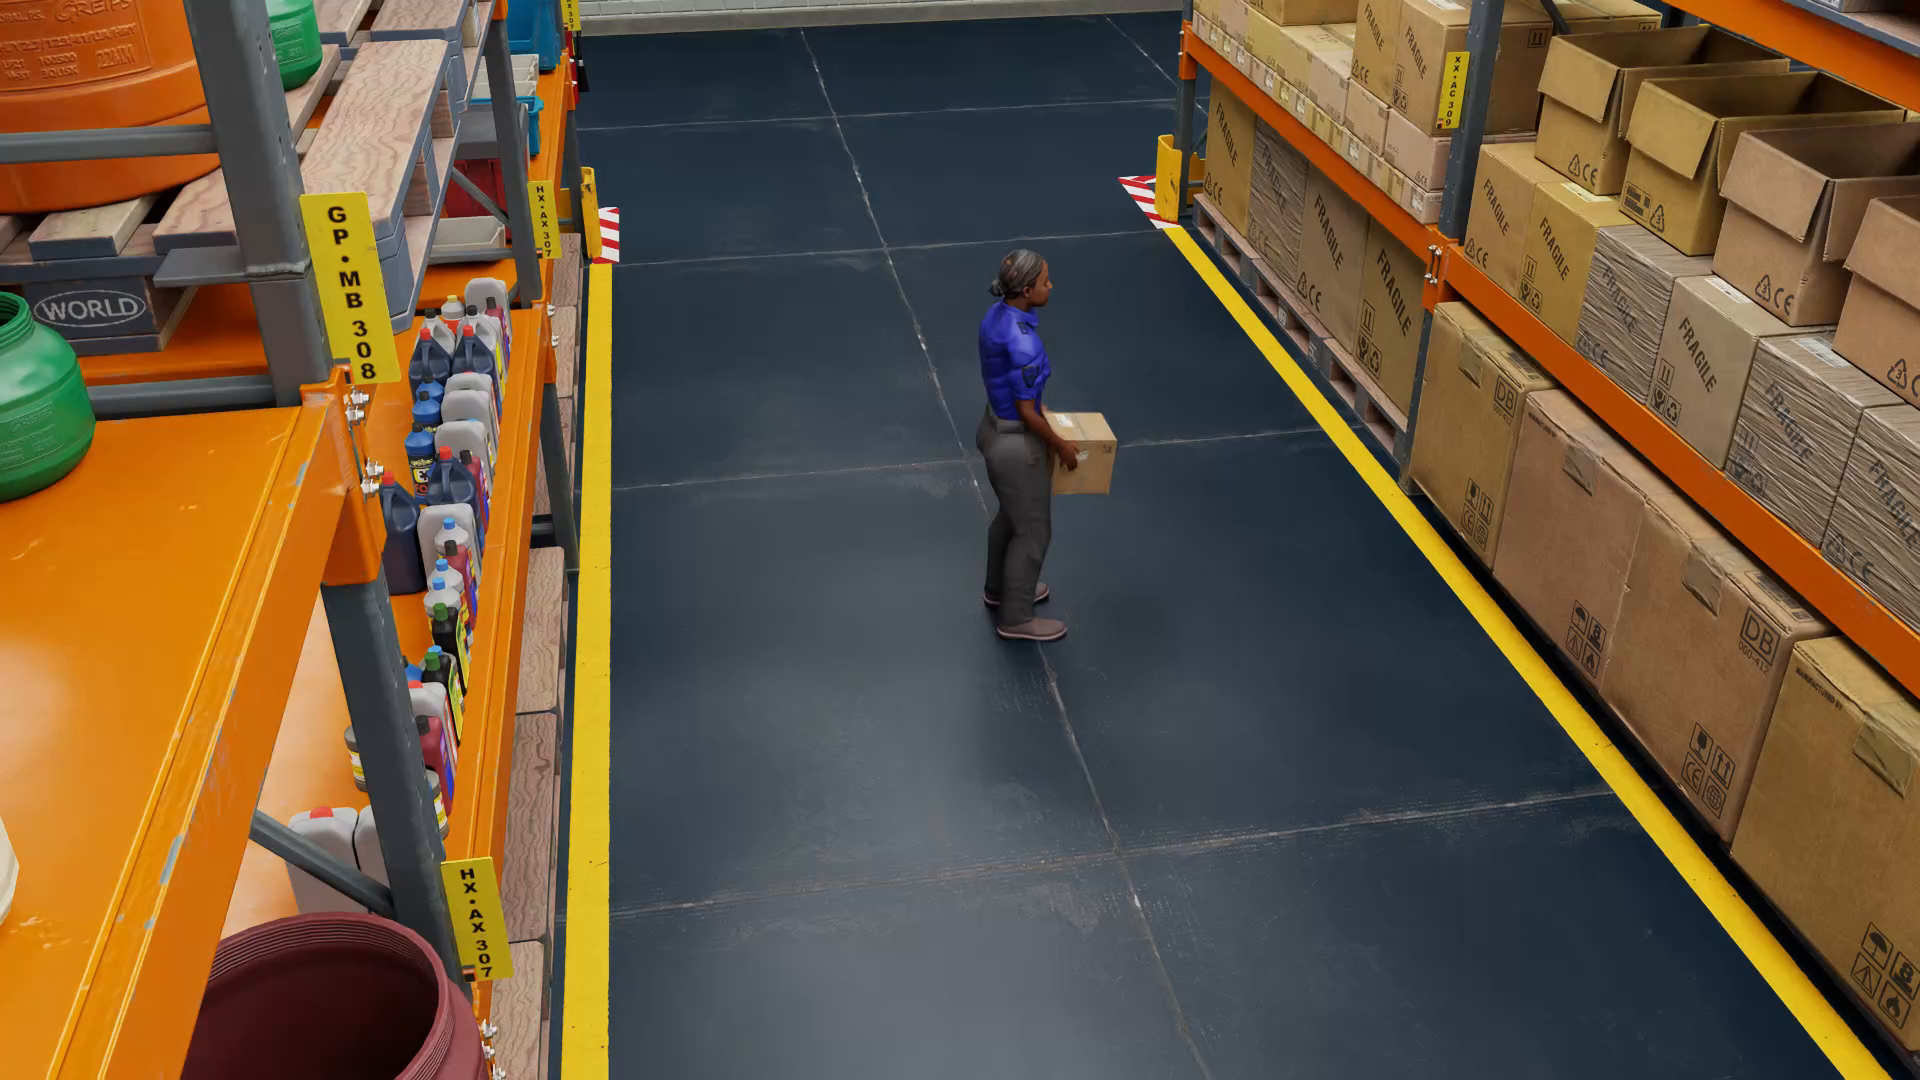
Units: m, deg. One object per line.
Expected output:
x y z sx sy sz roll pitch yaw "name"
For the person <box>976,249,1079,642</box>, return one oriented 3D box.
0.271 -0.395 6.790 0.391 1.662 0.481 -6 31 -10 "person"
